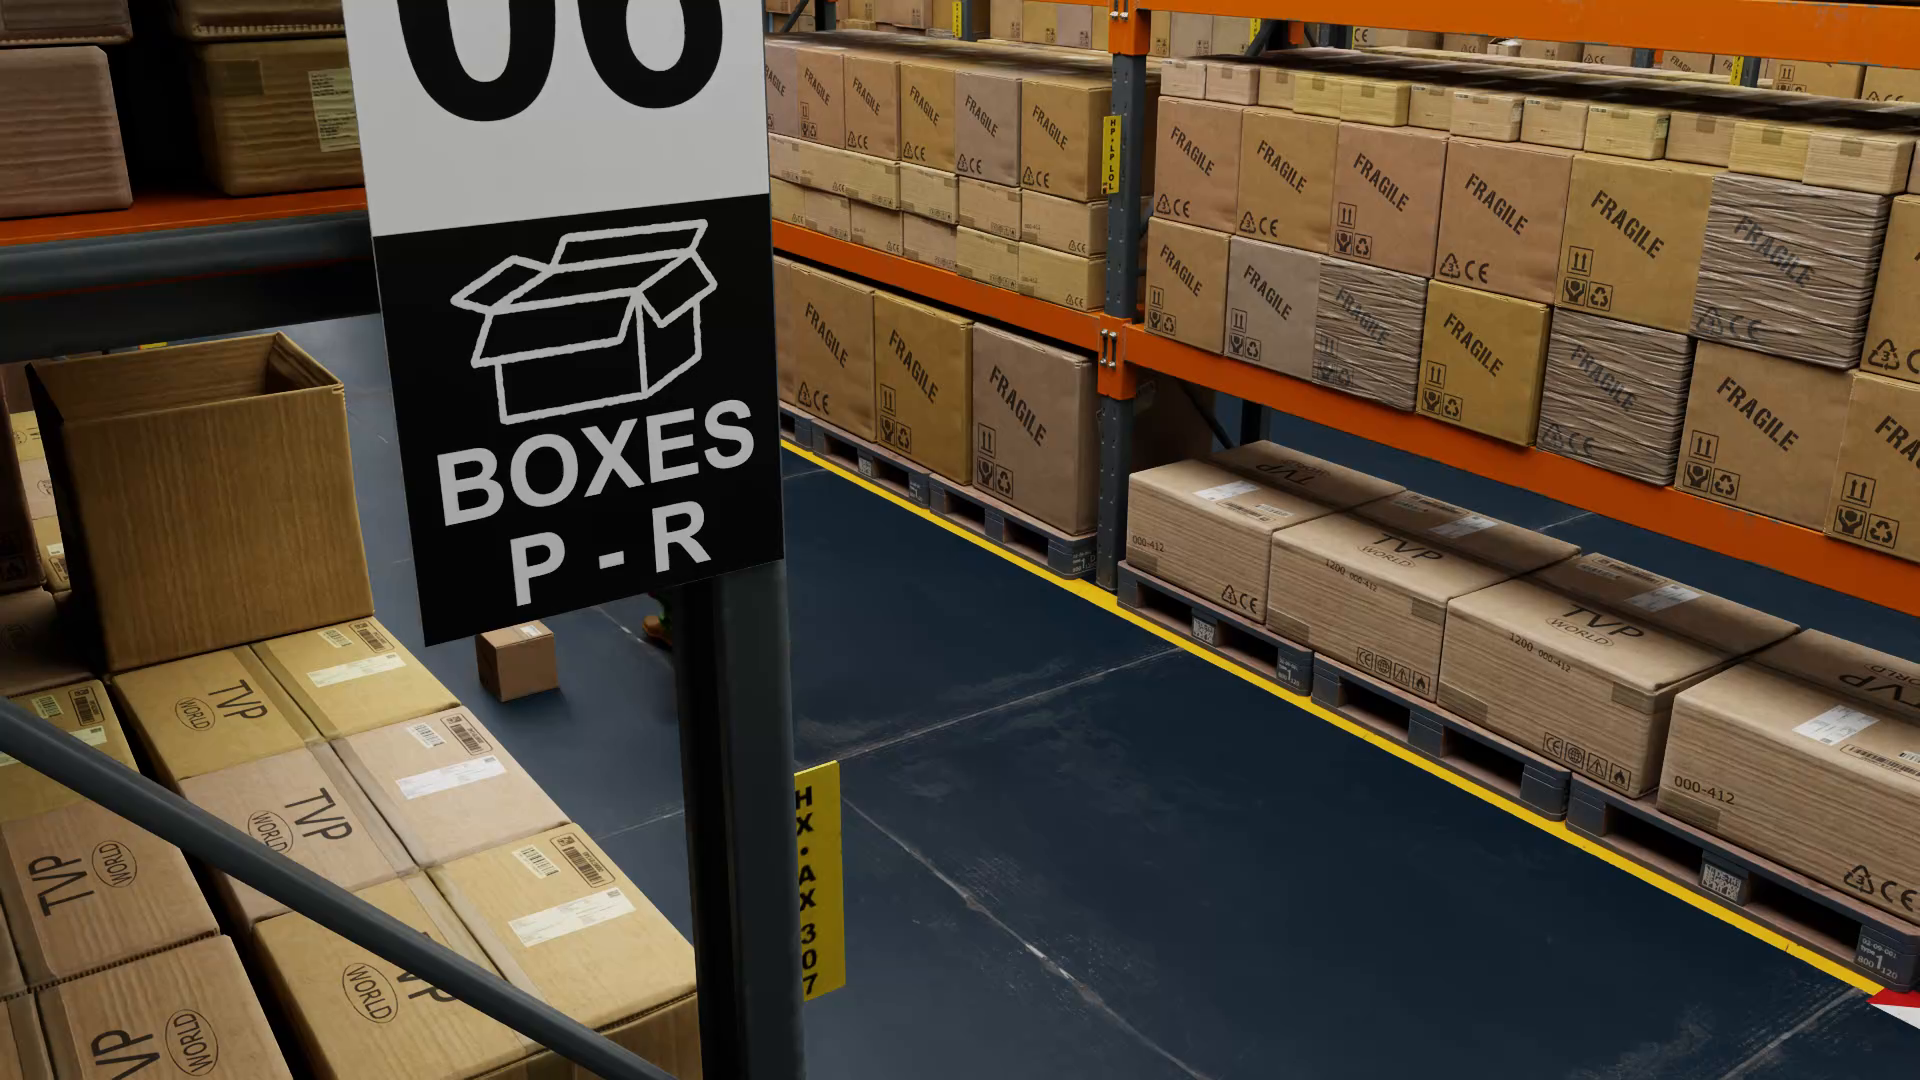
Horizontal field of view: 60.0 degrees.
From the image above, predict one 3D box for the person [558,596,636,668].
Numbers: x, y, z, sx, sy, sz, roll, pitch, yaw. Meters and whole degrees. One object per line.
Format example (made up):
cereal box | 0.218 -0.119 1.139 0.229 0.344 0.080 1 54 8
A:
person | -1.515 -0.321 6.878 0.465 1.831 0.590 -11 24 -26
